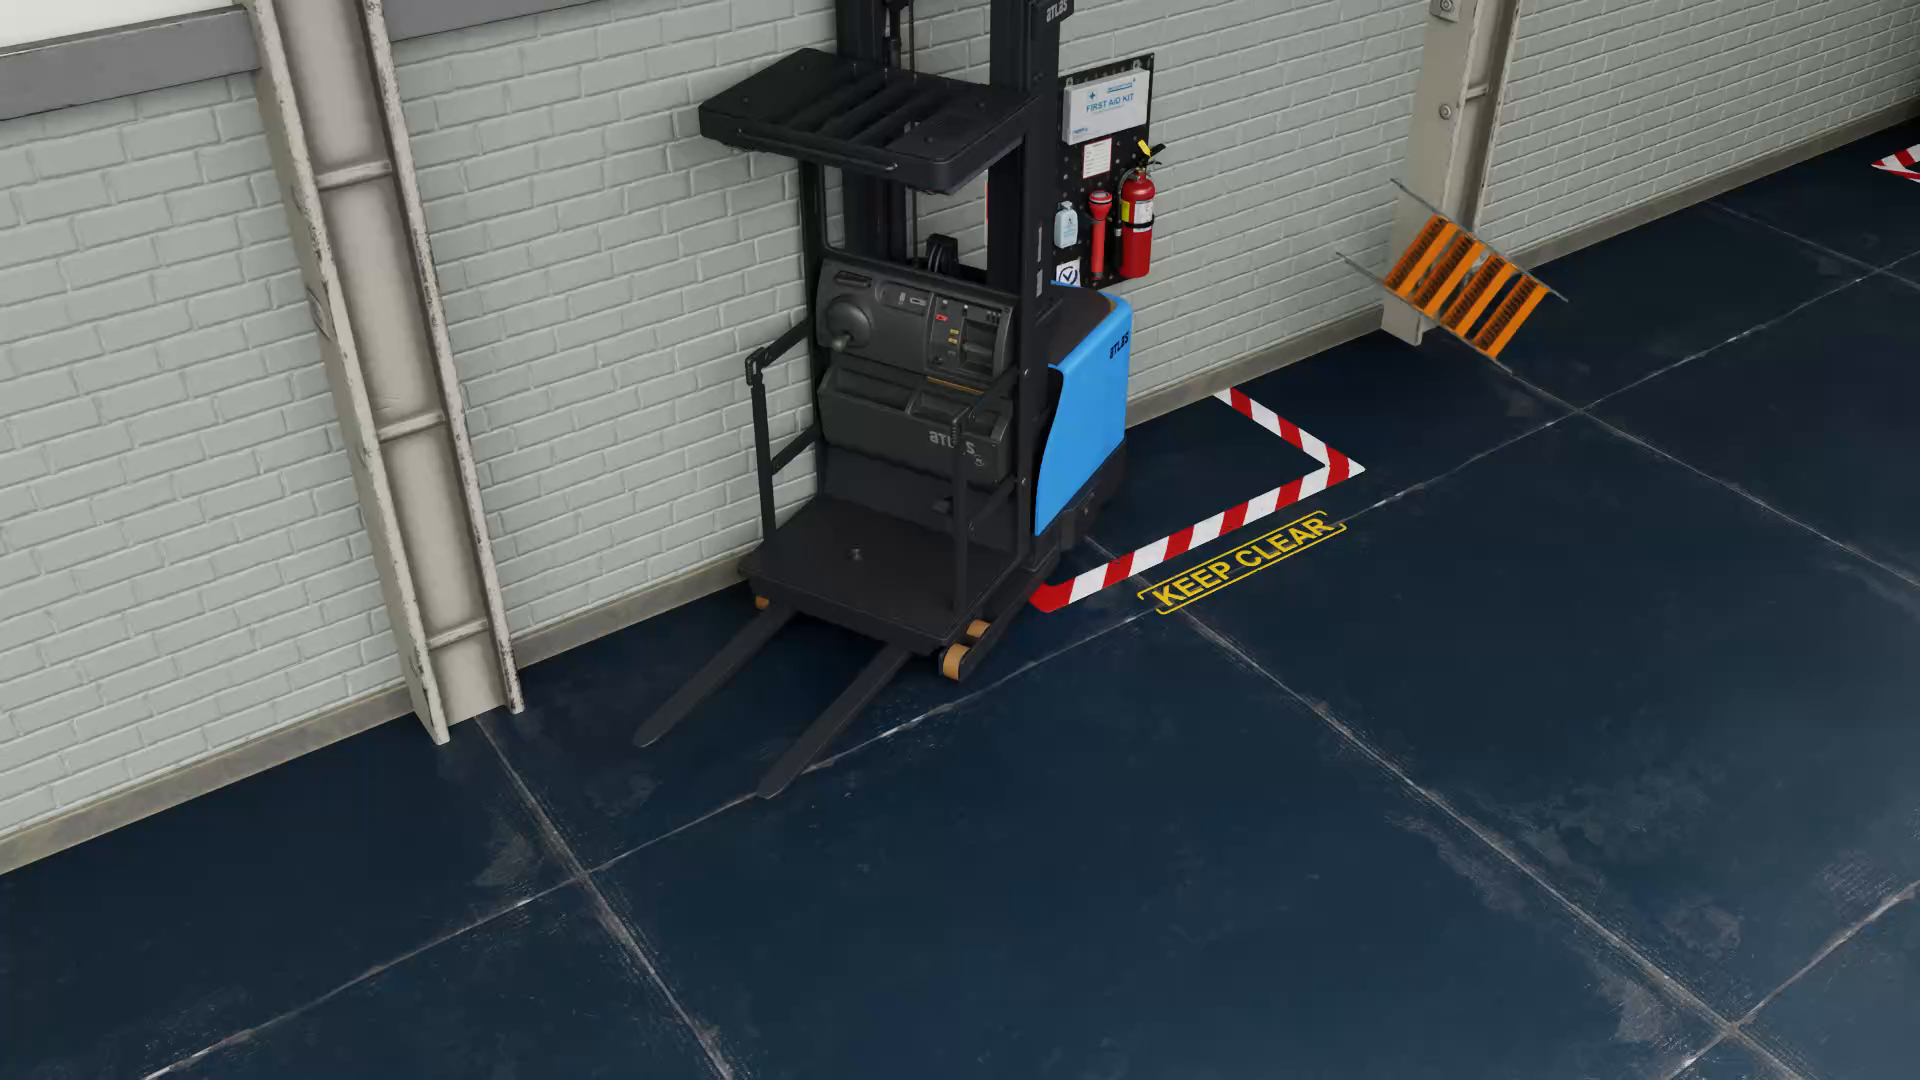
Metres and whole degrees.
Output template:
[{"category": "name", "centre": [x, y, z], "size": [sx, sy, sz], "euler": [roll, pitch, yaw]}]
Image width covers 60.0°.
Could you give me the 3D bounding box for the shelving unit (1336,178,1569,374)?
[{"category": "shelving unit", "centre": [2.765, -1.477, 9.338], "size": [1.200, 0.503, 0.258], "euler": [30, 19, -15]}]

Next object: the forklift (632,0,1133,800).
[{"category": "forklift", "centre": [-0.305, -0.868, 6.947], "size": [1.130, 2.935, 3.031], "euler": [18, 39, 23]}]

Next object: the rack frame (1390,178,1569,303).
[{"category": "rack frame", "centre": [2.897, -1.668, 9.262], "size": [1.200, 0.015, 0.240], "euler": [30, 19, -15]}]

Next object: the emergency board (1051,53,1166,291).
[{"category": "emergency board", "centre": [0.724, -1.693, 8.034], "size": [0.643, 1.169, 0.194], "euler": [-22, 41, -28]}]

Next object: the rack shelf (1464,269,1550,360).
[{"category": "rack shelf", "centre": [3.095, -1.289, 9.438], "size": [0.148, 0.480, 0.258], "euler": [30, 19, -15]}]

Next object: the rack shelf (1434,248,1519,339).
[{"category": "rack shelf", "centre": [2.896, -1.402, 9.378], "size": [0.148, 0.480, 0.258], "euler": [30, 19, -15]}]

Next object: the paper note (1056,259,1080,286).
[{"category": "paper note", "centre": [0.540, -1.308, 8.255], "size": [0.142, 0.148, 0.016], "euler": [-22, 41, -28]}]

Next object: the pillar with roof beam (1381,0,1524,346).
[{"category": "pillar with roof beam", "centre": [5.246, -2.886, 4.556], "size": [0.400, 9.000, 9.100], "euler": [-22, 41, -28]}]

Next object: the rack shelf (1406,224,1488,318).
[{"category": "rack shelf", "centre": [2.708, -1.509, 9.321], "size": [0.148, 0.480, 0.258], "euler": [30, 19, -15]}]

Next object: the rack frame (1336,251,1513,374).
[{"category": "rack frame", "centre": [2.633, -1.287, 9.414], "size": [1.200, 0.015, 0.240], "euler": [30, 19, -15]}]

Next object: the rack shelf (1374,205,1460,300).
[{"category": "rack shelf", "centre": [2.542, -1.605, 9.270], "size": [0.148, 0.480, 0.258], "euler": [30, 19, -15]}]

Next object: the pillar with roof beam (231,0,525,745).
[{"category": "pillar with roof beam", "centre": [0.342, -0.868, 1.750], "size": [0.400, 9.000, 9.100], "euler": [-22, 41, -28]}]

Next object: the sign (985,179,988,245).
[{"category": "sign", "centre": [0.213, -1.570, 7.834], "size": [0.234, 0.329, 0.001], "euler": [-22, 41, -28]}]

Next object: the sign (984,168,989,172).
[{"category": "sign", "centre": [0.222, -1.783, 7.675], "size": [0.331, 0.109, 0.001], "euler": [-22, 41, -28]}]
